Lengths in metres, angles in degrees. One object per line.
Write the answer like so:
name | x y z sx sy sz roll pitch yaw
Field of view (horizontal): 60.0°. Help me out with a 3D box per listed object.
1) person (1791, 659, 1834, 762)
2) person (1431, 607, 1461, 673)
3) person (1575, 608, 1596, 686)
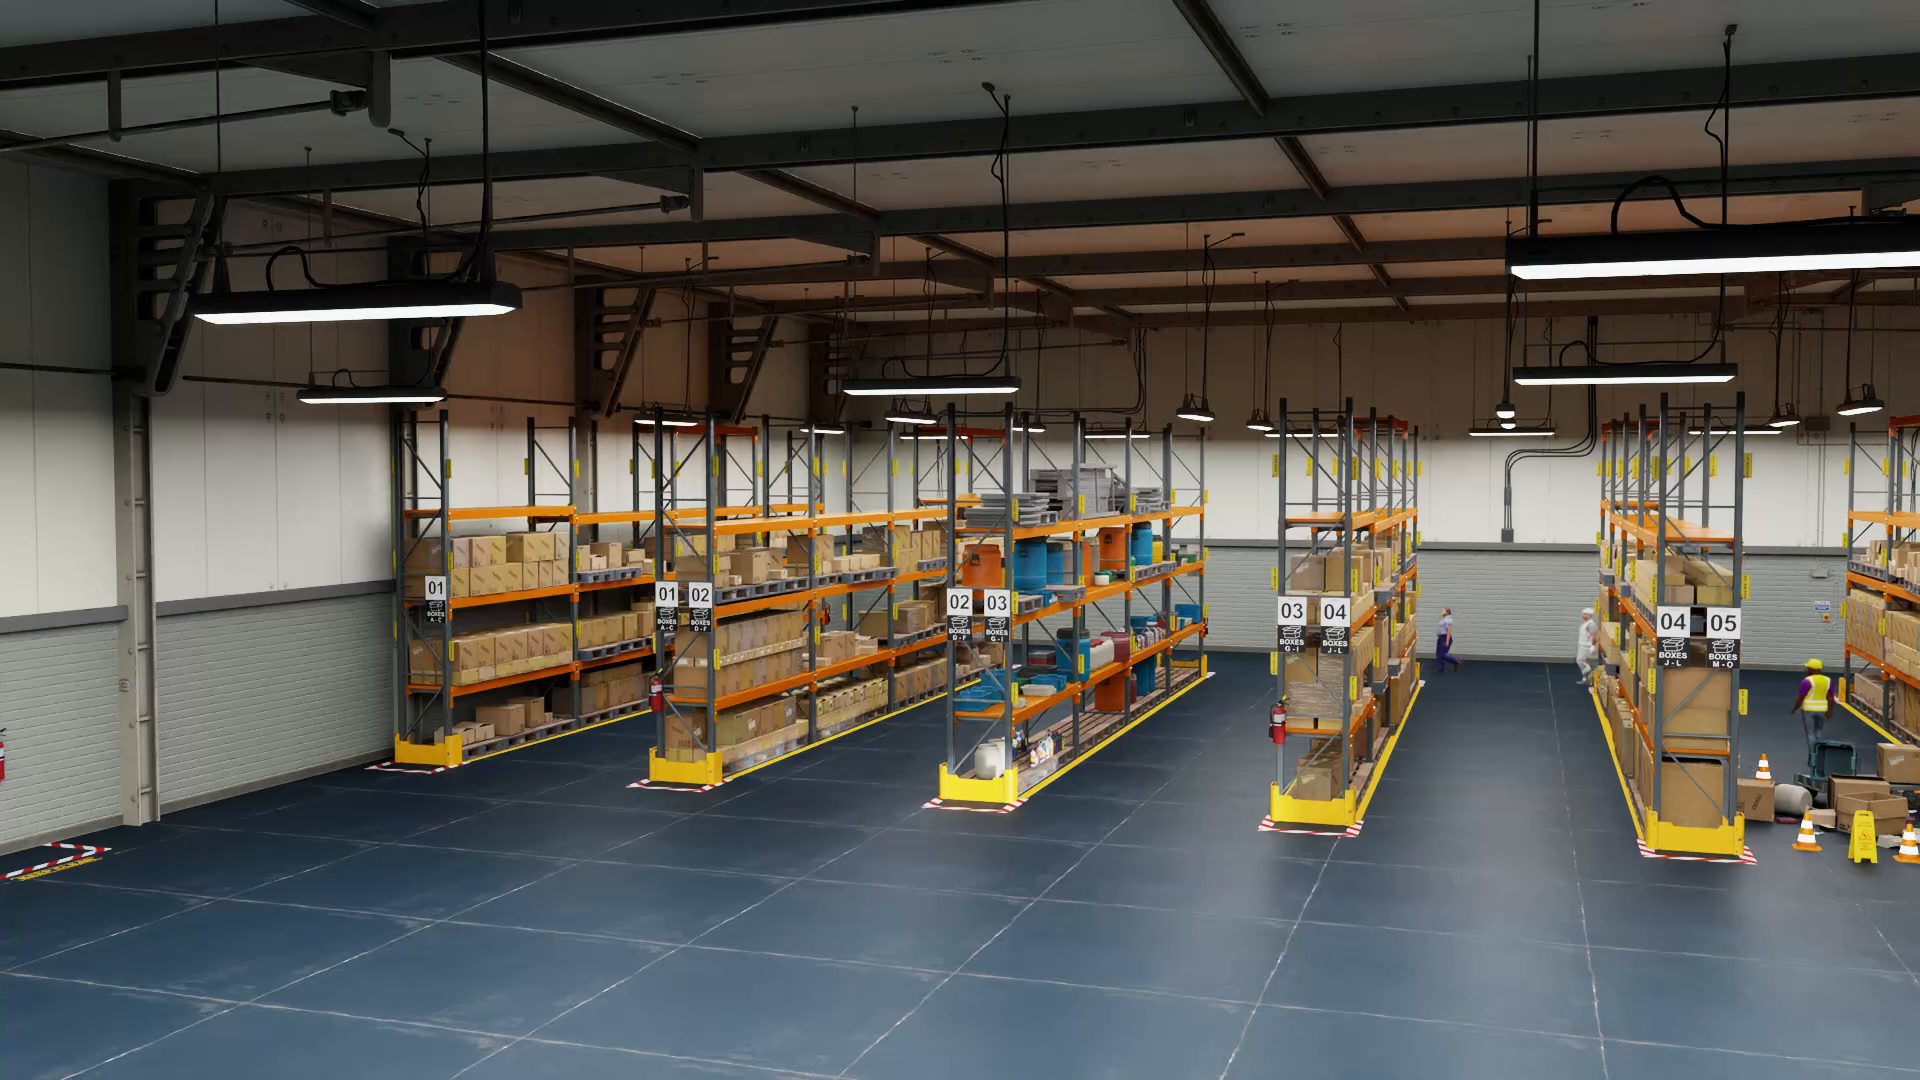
person | 14.452 2.909 28.168 0.644 1.797 0.693 0 2 11
person | 11.835 2.440 40.485 0.658 1.629 0.489 0 2 -1
person | 14.378 2.451 38.276 0.474 1.785 0.612 0 2 -2
